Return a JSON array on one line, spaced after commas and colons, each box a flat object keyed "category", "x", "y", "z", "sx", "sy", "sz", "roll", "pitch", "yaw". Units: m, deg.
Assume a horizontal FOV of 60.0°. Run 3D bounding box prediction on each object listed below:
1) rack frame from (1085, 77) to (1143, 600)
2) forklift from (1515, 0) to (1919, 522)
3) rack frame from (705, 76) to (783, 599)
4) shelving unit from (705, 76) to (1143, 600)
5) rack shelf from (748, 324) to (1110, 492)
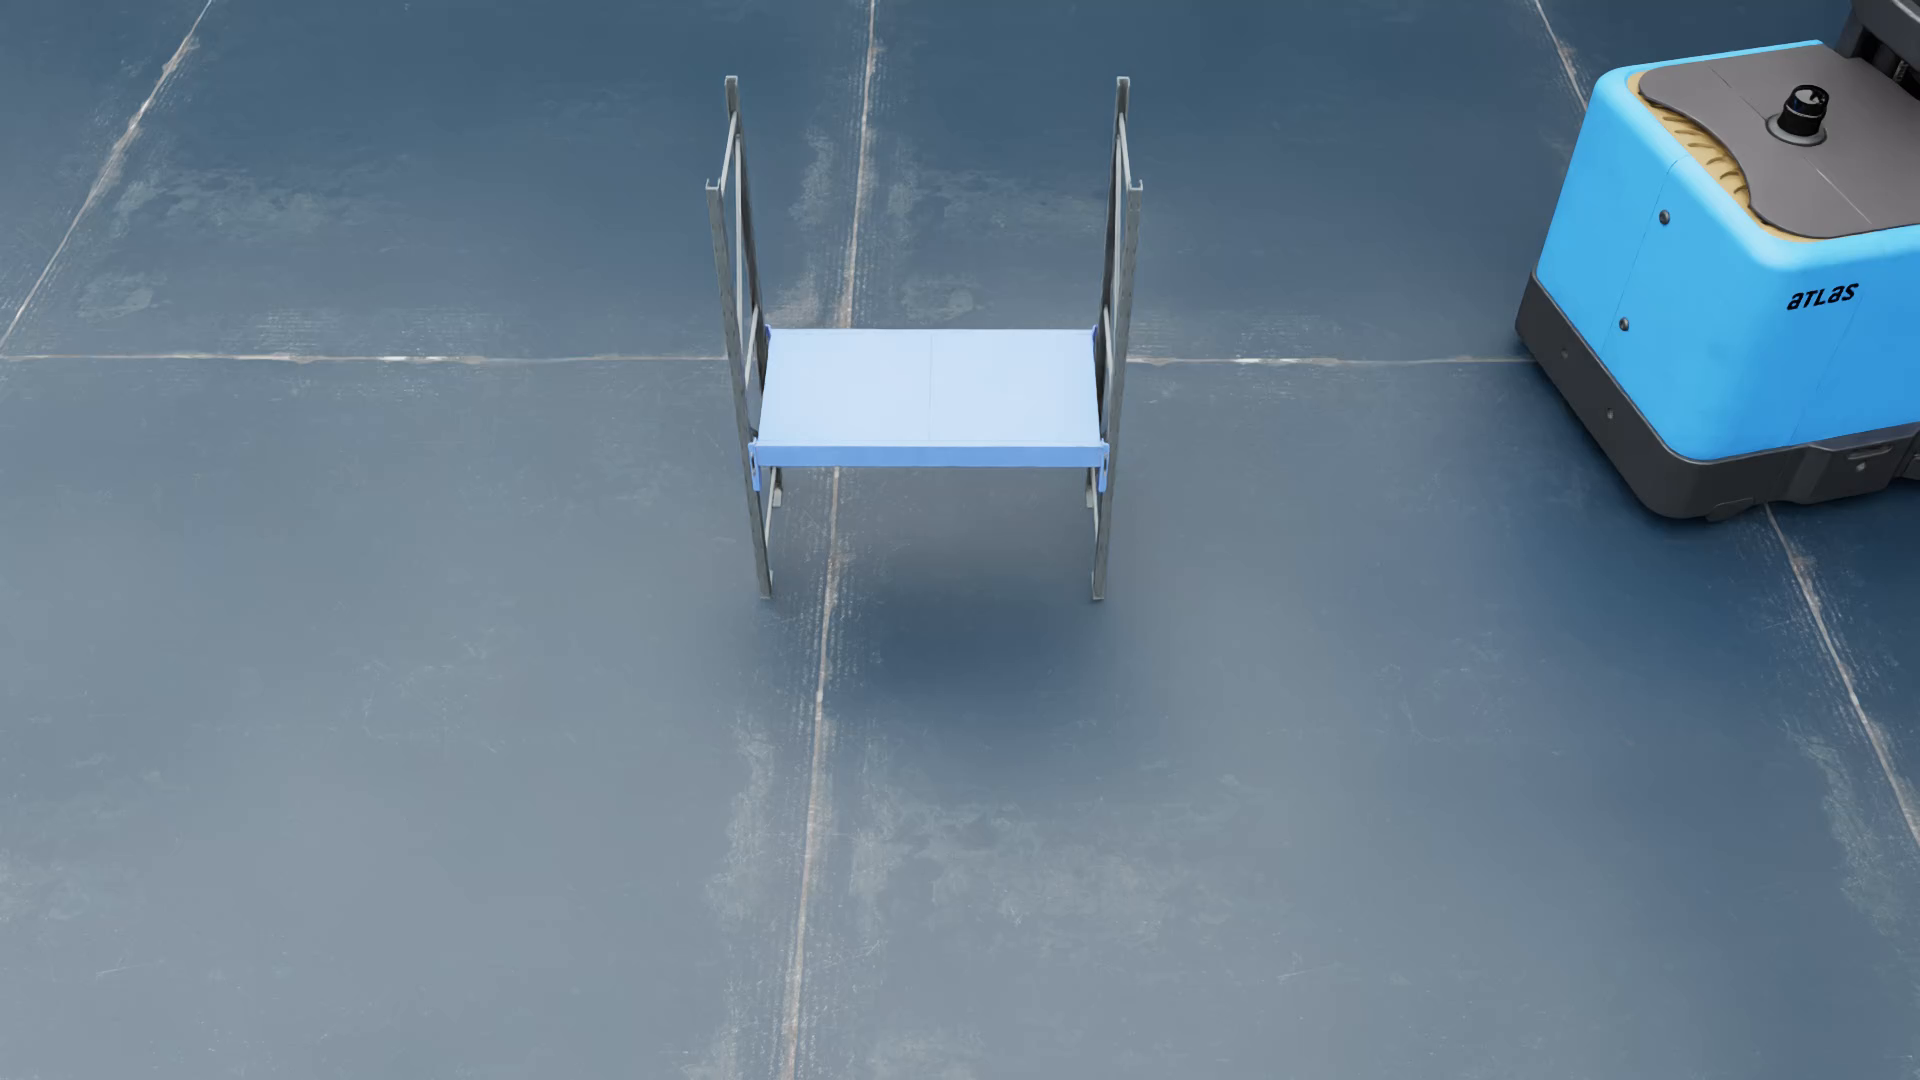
[{"category": "rack frame", "x": 0.423, "y": -0.510, "z": 4.700, "sx": 0.032, "sy": 1.500, "sz": 0.500, "roll": 0, "pitch": 47, "yaw": 0}, {"category": "forklift", "x": 3.524, "y": -1.639, "z": 4.773, "sx": 3.031, "sy": 2.935, "sz": 1.130, "roll": -10, "pitch": 48, "yaw": -9}, {"category": "rack frame", "x": -0.594, "y": -0.513, "z": 4.703, "sx": 0.032, "sy": 1.500, "sz": 0.500, "roll": 0, "pitch": 47, "yaw": 0}, {"category": "shelving unit", "x": -0.085, "y": -0.511, "z": 4.701, "sx": 1.048, "sy": 1.500, "sz": 0.538, "roll": 0, "pitch": 47, "yaw": 0}, {"category": "rack shelf", "x": -0.085, "y": -0.389, "z": 4.833, "sx": 1.000, "sy": 0.185, "sz": 0.538, "roll": 0, "pitch": 47, "yaw": 0}]
